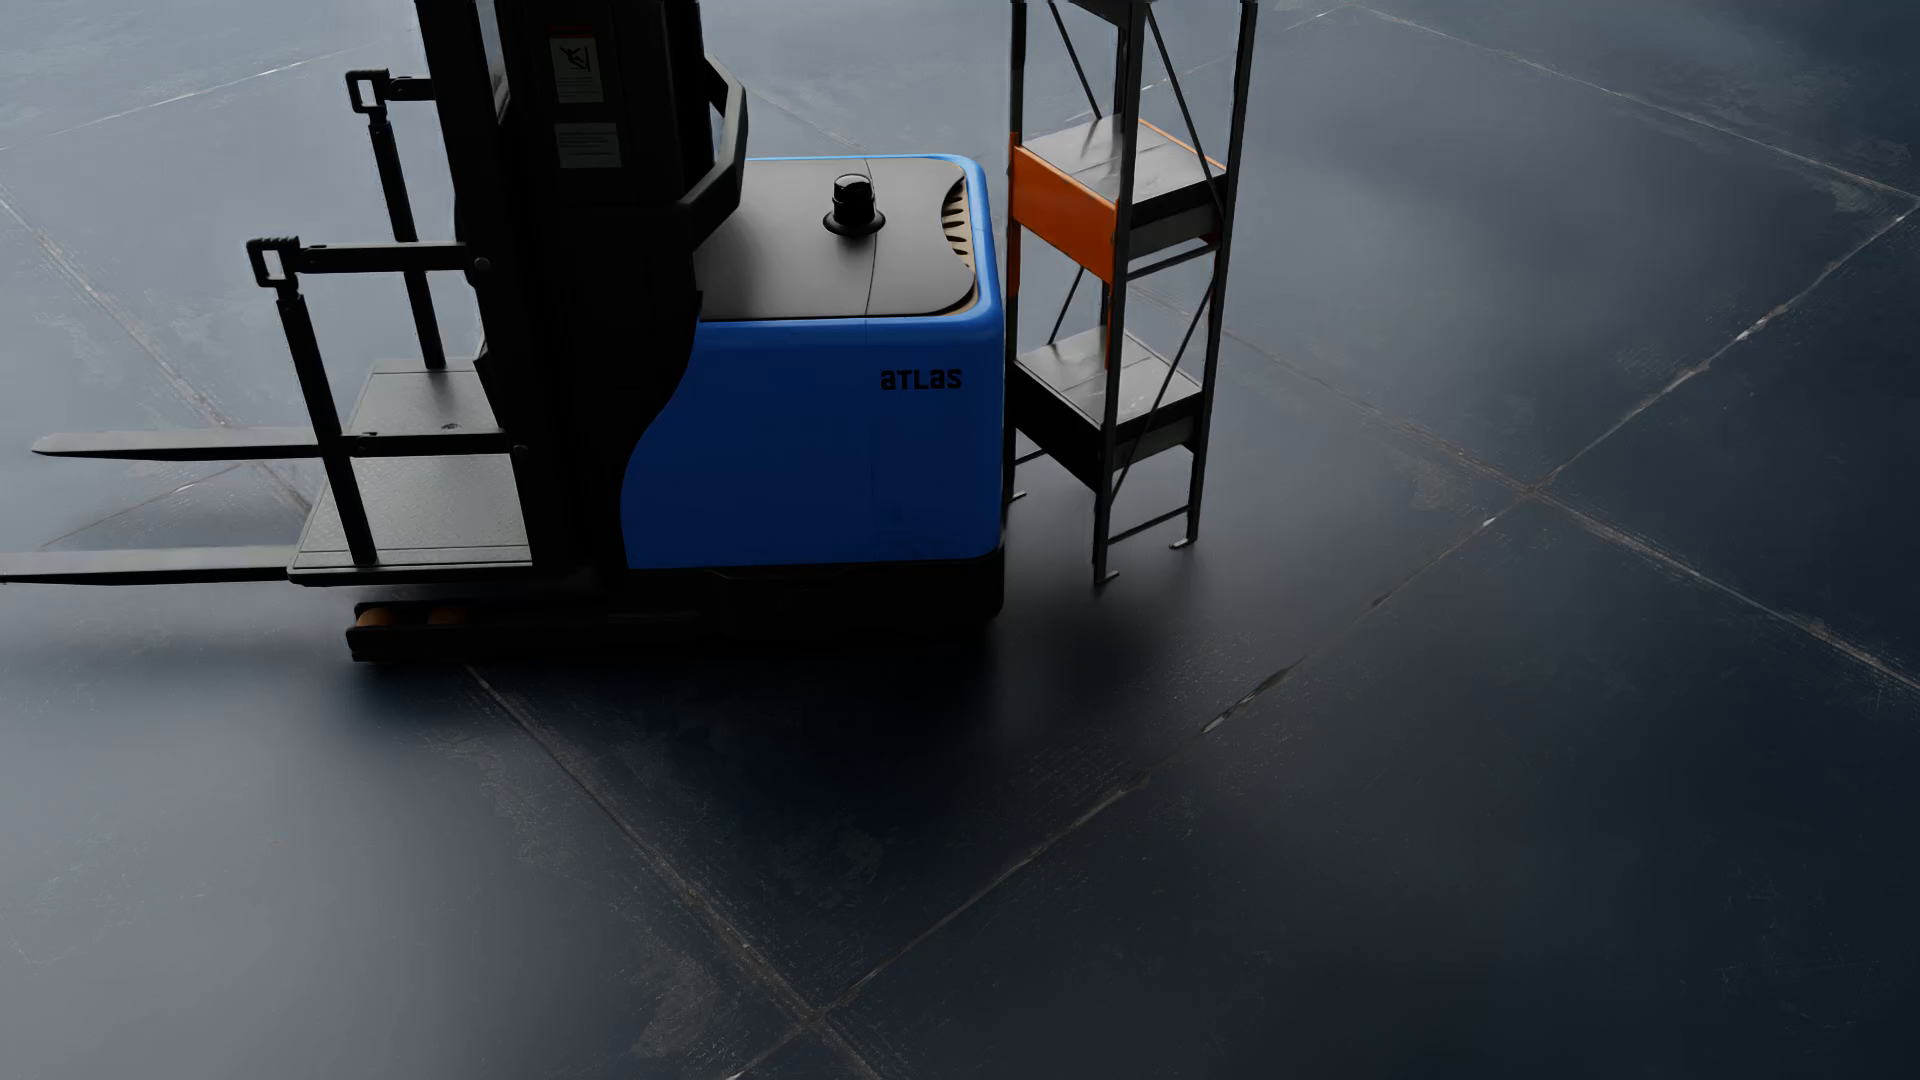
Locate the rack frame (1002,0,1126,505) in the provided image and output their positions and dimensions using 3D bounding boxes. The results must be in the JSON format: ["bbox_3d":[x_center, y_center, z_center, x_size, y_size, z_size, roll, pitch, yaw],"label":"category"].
[{"bbox_3d":[0.306,-1.006,4.824,0.400,2.100,0.015,-23,44,-26],"label":"rack frame"}]

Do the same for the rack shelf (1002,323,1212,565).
[{"bbox_3d":[0.442,-0.323,5.115,0.431,0.518,0.480,-23,44,-26],"label":"rack shelf"}]

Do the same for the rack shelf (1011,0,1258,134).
[{"bbox_3d":[0.442,-1.412,4.235,0.431,0.518,0.480,-23,44,-26],"label":"rack shelf"}]

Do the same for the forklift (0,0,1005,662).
[{"bbox_3d":[-1.406,-1.123,4.307,3.031,2.935,1.130,-2,39,-2],"label":"forklift"}]

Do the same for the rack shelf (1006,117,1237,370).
[{"bbox_3d":[0.442,-0.868,4.675,0.431,0.518,0.480,-23,44,-26],"label":"rack shelf"}]

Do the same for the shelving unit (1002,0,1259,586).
[{"bbox_3d":[0.442,-0.878,4.666,0.431,2.100,0.503,-23,44,-26],"label":"shelving unit"}]

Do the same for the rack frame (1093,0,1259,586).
[{"bbox_3d":[0.578,-0.751,4.509,0.400,2.100,0.015,-23,44,-26],"label":"rack frame"}]
